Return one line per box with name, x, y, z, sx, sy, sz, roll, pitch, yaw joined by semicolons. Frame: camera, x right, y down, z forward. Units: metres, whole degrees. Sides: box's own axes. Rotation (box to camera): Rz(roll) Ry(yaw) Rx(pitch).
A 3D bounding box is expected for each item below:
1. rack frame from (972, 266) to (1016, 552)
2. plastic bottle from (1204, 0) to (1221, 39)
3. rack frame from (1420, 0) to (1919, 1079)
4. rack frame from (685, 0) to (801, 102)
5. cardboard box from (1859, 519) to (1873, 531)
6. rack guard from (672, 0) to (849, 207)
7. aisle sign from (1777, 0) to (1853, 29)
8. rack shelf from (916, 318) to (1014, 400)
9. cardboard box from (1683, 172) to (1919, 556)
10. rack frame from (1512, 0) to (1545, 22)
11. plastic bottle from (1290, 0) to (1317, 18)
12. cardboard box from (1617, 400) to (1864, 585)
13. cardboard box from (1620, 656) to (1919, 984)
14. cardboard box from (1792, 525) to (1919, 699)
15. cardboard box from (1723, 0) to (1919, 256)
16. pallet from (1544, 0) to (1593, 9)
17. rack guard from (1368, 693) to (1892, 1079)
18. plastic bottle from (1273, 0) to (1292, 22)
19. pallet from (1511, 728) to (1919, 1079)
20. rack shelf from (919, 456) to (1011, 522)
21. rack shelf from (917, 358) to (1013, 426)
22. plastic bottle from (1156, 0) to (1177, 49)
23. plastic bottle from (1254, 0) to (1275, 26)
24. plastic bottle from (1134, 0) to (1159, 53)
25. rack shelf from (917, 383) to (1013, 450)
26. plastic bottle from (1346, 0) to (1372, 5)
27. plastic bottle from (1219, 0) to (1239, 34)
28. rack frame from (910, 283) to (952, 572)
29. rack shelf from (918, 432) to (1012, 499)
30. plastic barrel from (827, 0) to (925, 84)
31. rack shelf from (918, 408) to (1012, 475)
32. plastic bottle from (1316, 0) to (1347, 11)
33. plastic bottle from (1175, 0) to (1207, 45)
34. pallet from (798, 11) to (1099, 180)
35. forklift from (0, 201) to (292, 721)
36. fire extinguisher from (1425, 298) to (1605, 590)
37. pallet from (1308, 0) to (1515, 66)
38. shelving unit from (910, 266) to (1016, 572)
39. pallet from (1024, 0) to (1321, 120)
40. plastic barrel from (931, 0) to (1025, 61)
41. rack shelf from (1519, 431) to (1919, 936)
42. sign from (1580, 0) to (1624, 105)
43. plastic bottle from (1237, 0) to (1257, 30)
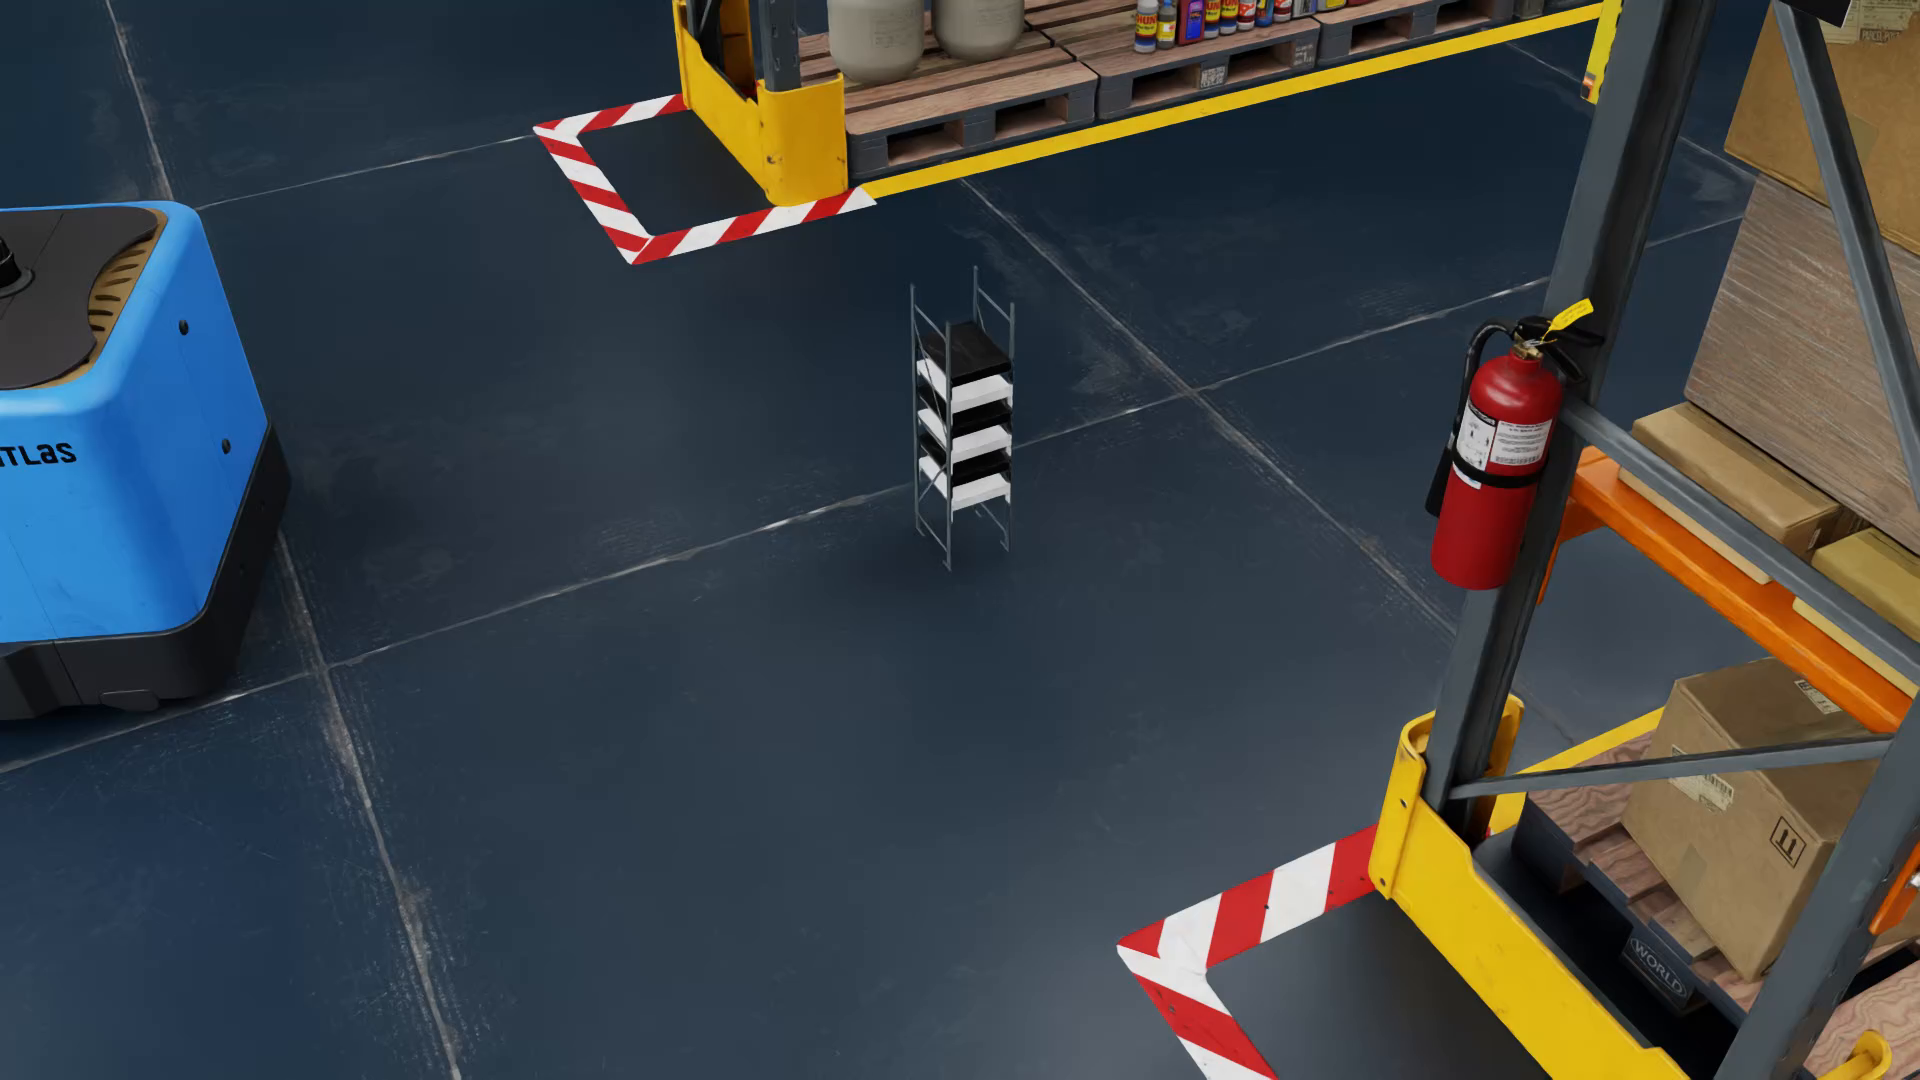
rack frame;0.097;-0.376;4.998;0.006;0.900;0.240;-19;44;-21
plastic bottle;1.142;-2.435;7.576;0.097;0.271;0.097;0;40;0
rack frame;1.374;-0.005;2.934;0.127;3.000;1.000;-19;44;-21
rack frame;-0.914;-2.843;6.287;0.127;3.000;1.000;-19;44;-21
cardboard box;1.753;-0.187;3.343;0.250;0.149;0.380;-19;44;-21
rack guard;-0.869;-1.939;7.153;0.348;0.500;1.175;-19;44;-21
aisle sign;1.180;-1.151;2.276;0.004;0.787;0.394;-19;44;-21
rack shelf;0.007;-0.527;4.809;0.200;0.077;0.258;-19;44;-21
cardboard box;1.874;-0.305;2.981;0.500;0.500;0.875;-19;44;-21
rack frame;2.633;-4.037;7.697;0.127;3.000;1.000;-19;44;-21
plastic bottle;1.593;-2.608;7.777;0.135;0.276;0.152;-18;43;-20
cardboard box;1.531;-0.112;3.256;0.250;0.149;0.380;-19;44;-21
cardboard box;1.935;0.612;3.815;0.500;0.500;0.500;-11;41;-13
cardboard box;1.736;0.142;2.955;0.250;0.149;0.380;-19;44;-21
cardboard box;1.747;-0.844;2.844;0.500;0.500;0.500;-19;44;-21
pallet;3.312;-3.229;8.902;1.213;0.211;1.003;-19;44;-21
rack guard;1.441;0.926;3.769;0.348;0.500;1.175;-19;44;-21
plastic bottle;1.501;-2.529;7.741;0.097;0.201;0.097;0;40;0
pallet;2.178;0.814;4.124;1.213;0.211;1.003;-19;44;-21
rack shelf;0.007;-0.183;5.100;0.200;0.077;0.258;-19;44;-21
rack shelf;0.007;-0.458;4.867;0.200;0.077;0.258;-19;44;-21
plastic bottle;0.929;-2.336;7.514;0.097;0.201;0.097;0;40;0
plastic bottle;1.410;-2.525;7.682;0.097;0.271;0.097;0;40;0
plastic bottle;0.838;-2.332;7.455;0.097;0.271;0.097;0;40;0
rack shelf;0.007;-0.389;4.925;0.200;0.077;0.258;-19;44;-21
plastic bottle;1.900;-2.681;7.857;0.133;0.283;0.061;-16;43;-18
plastic bottle;1.230;-2.464;7.611;0.097;0.271;0.097;0;40;0
rack frame;-0.083;-0.316;4.926;0.006;0.900;0.240;-19;44;-21
rack shelf;0.007;-0.252;5.042;0.200;0.077;0.258;-19;44;-21
plastic barrel;-0.366;-2.294;7.239;0.421;0.512;0.421;0;40;0
rack shelf;0.007;-0.320;4.984;0.200;0.077;0.258;-19;44;-21
plastic bottle;1.739;-2.683;7.807;0.185;0.351;0.144;-19;44;-21
plastic bottle;1.047;-2.394;7.518;0.133;0.283;0.061;-18;43;-20
pallet;-0.146;-2.068;7.530;1.213;0.211;1.003;-19;44;-21
forklift;-3.609;-0.864;4.002;3.031;2.935;1.130;-4;40;-5
fire extinguisher;1.059;-0.205;3.231;0.183;0.674;0.296;-19;44;-21
pallet;2.018;-2.796;8.390;1.213;0.211;1.003;-19;44;-21
shelving unit;0.007;-0.346;4.962;0.210;0.900;0.258;-19;44;-21
pallet;0.935;-2.429;7.957;1.213;0.211;1.003;-19;44;-21
plastic barrel;0.079;-2.444;7.416;0.421;0.512;0.421;0;40;0
rack shelf;3.147;-0.327;3.872;4.000;0.370;1.077;-19;44;-21
sign;1.135;-0.892;2.841;0.005;0.325;0.100;-19;44;-21
plastic bottle;1.318;-2.467;7.668;0.097;0.201;0.097;0;40;0
